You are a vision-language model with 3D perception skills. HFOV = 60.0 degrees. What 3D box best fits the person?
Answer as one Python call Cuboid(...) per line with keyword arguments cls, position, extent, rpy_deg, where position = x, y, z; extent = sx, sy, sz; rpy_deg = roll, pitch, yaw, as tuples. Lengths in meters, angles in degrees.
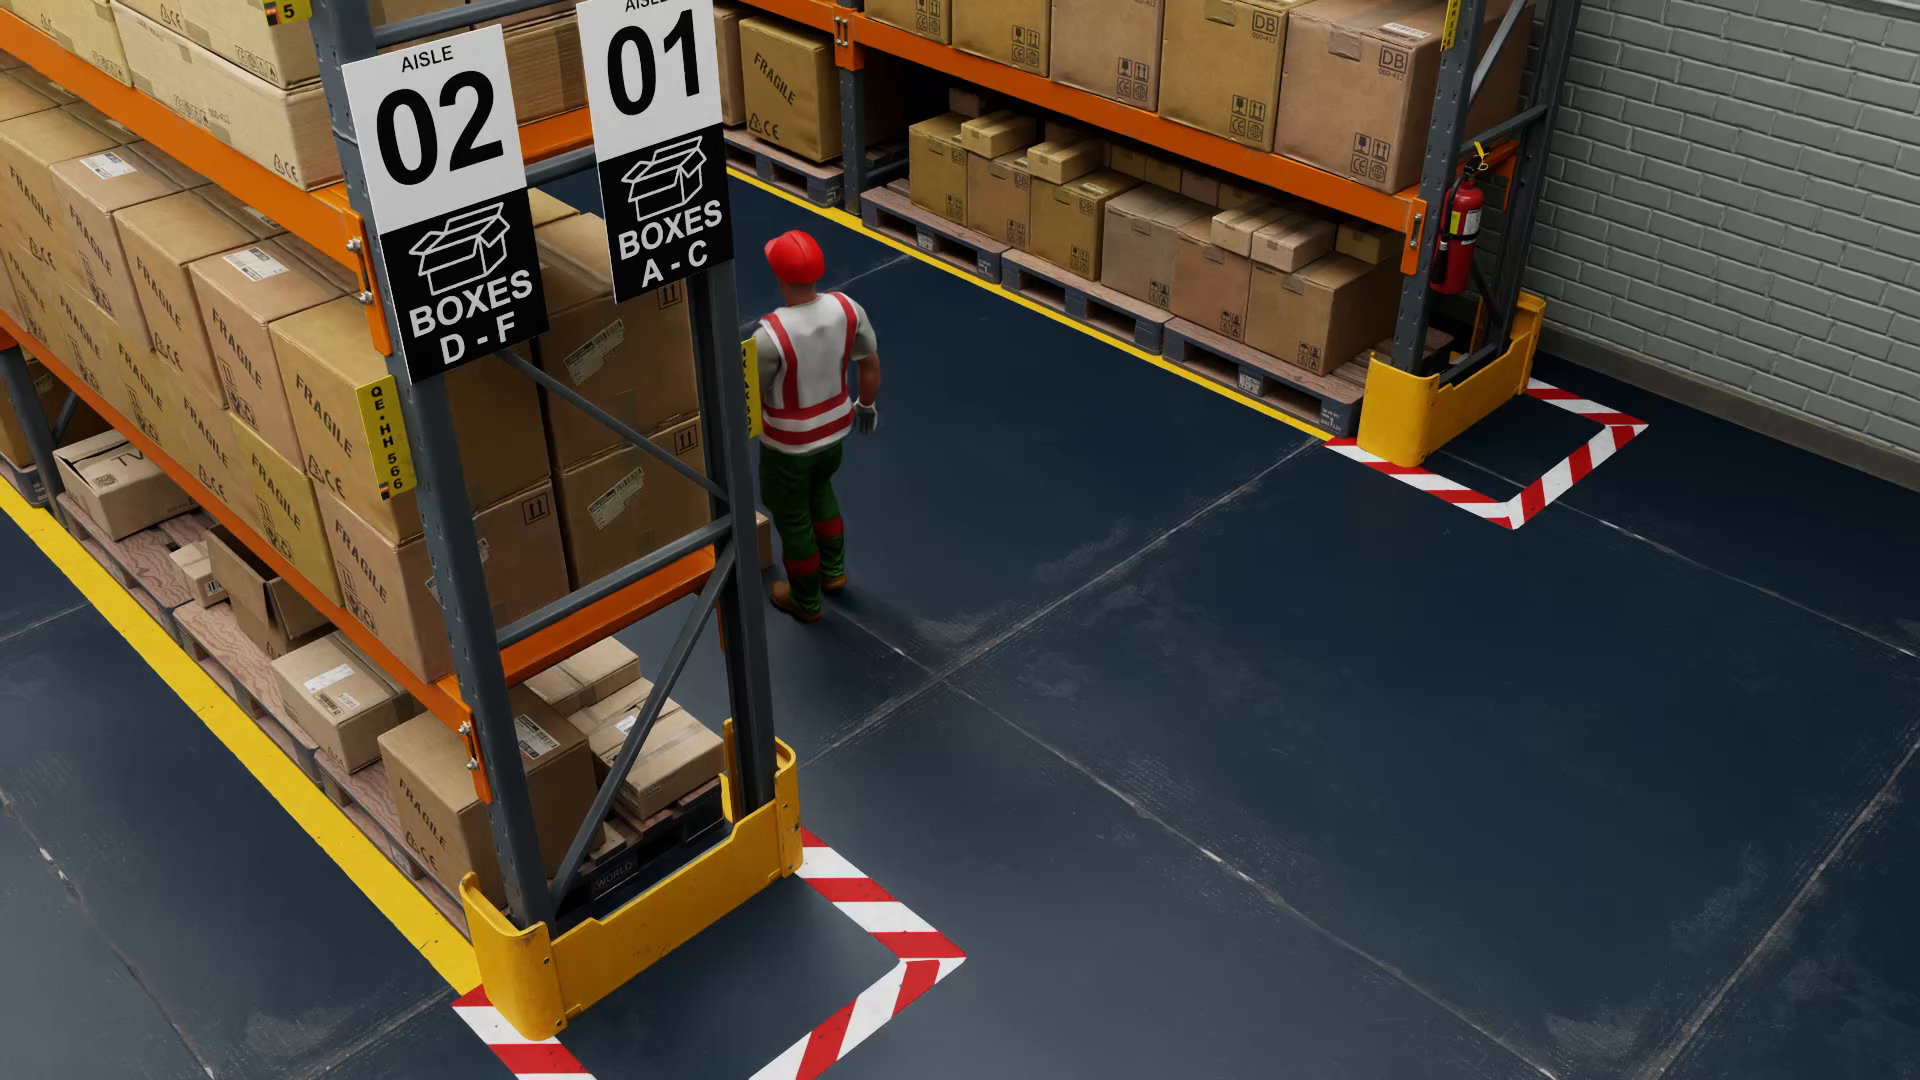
Cuboid(cls="person", position=(-0.642, -0.437, 6.789), extent=(0.635, 1.852, 0.462), rpy_deg=(-27, 43, -33))
